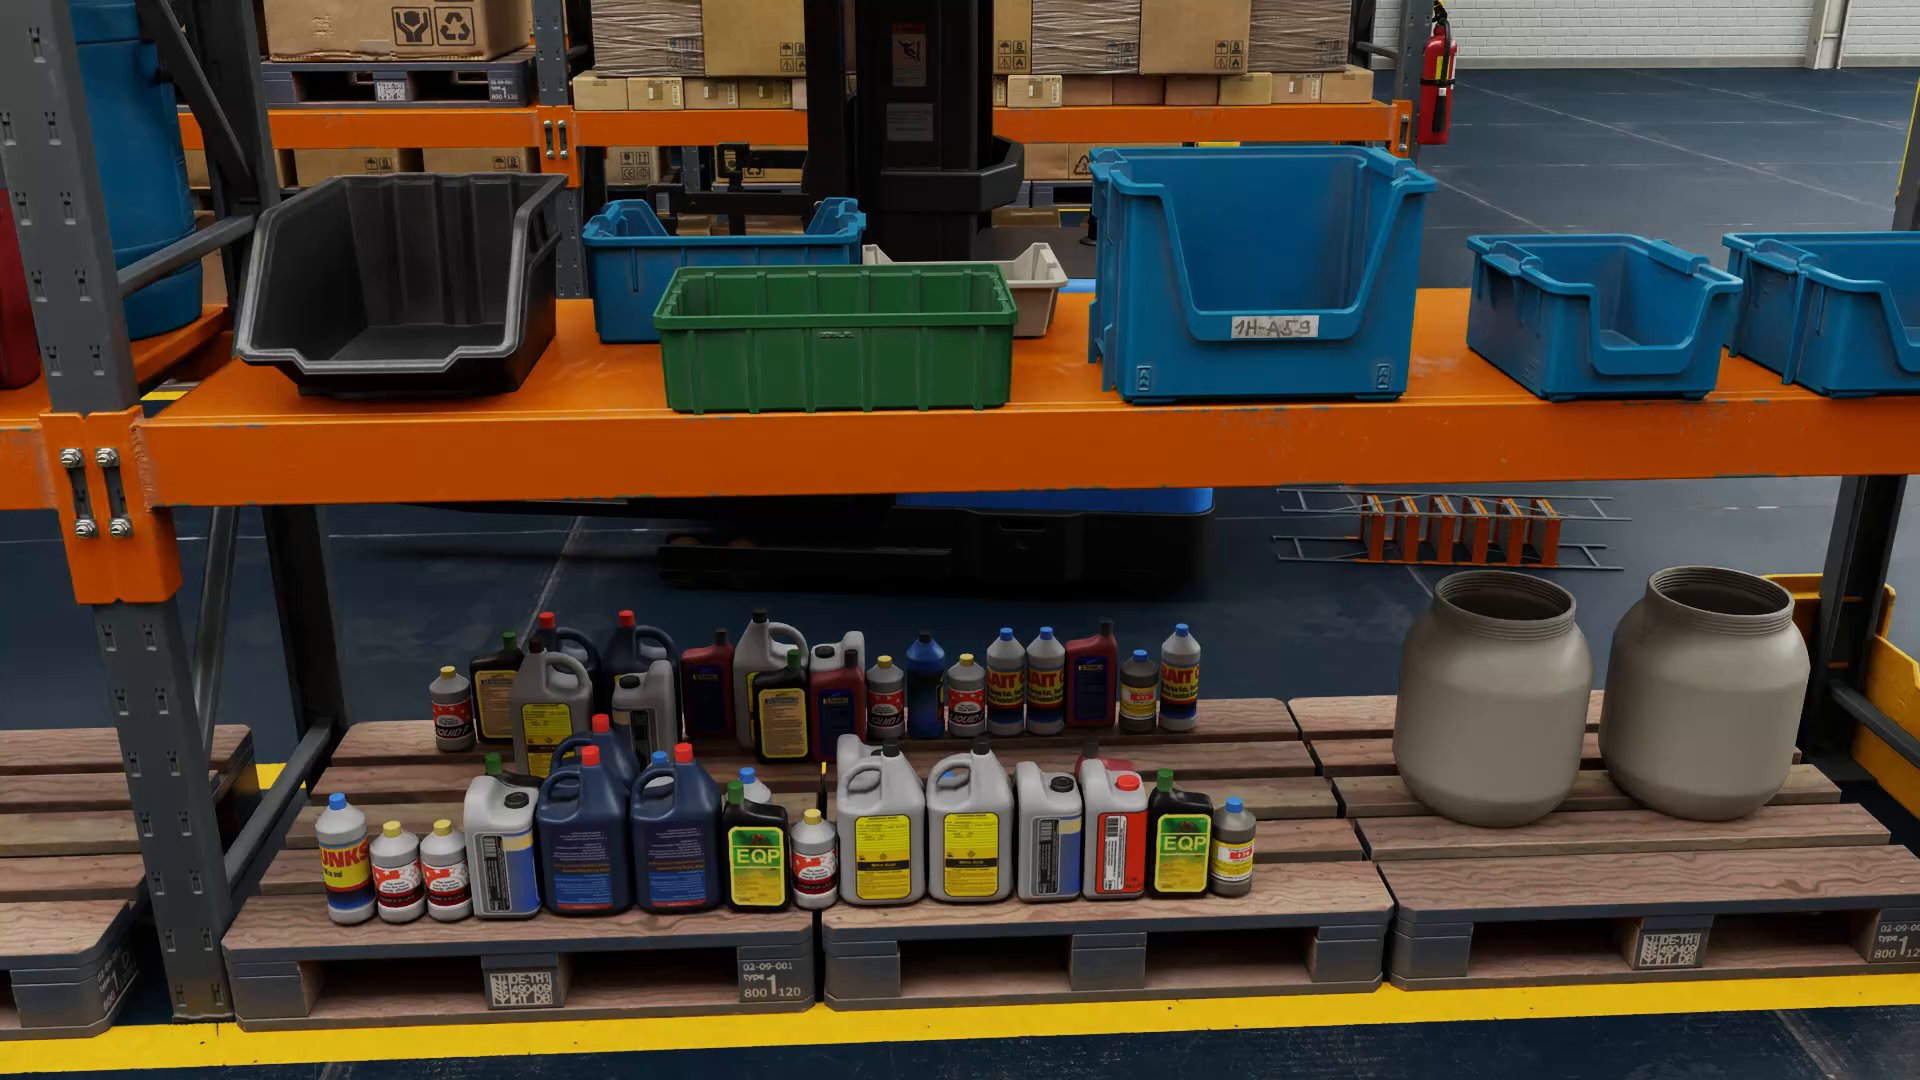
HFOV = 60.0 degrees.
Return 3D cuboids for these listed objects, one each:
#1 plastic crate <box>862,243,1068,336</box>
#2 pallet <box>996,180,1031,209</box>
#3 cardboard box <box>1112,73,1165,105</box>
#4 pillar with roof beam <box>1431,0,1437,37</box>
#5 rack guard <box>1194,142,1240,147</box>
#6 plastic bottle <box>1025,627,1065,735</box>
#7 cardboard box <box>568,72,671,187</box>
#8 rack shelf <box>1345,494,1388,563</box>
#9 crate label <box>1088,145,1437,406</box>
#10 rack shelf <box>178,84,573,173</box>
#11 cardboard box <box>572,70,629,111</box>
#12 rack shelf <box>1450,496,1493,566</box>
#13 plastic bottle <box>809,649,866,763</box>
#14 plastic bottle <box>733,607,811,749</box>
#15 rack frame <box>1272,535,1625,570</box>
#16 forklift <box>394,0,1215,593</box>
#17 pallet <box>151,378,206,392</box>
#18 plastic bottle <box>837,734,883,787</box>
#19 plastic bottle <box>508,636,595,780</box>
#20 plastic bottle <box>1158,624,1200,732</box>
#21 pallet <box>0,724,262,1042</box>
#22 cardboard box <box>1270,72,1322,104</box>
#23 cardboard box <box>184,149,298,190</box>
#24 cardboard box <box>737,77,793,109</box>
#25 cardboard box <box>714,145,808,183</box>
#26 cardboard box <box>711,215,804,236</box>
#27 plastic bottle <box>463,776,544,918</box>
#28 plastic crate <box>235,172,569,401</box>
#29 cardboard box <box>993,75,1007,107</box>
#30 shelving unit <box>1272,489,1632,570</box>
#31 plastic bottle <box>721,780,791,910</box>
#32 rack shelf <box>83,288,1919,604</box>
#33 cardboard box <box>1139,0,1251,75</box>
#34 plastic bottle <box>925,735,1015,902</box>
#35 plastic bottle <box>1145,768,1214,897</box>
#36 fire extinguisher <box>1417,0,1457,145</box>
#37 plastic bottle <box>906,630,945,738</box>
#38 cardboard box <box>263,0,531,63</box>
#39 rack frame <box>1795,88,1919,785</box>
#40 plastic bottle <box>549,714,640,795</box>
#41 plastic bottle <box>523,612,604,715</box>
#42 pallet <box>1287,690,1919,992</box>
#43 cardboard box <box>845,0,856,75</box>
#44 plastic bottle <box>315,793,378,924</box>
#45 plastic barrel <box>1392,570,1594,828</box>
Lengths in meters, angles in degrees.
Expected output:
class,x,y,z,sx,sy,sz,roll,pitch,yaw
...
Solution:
class,x,y,z,sx,sy,sz,roll,pitch,yaw
plastic crate,-0.001,-0.571,3.776,0.437,0.136,0.530,-1,21,-3
pallet,-0.088,-2.805,13.193,1.213,0.211,1.003,-1,21,-3
cardboard box,0.831,-2.198,8.030,0.250,0.149,0.380,-1,21,-3
pillar with roof beam,6.739,-9.398,18.158,0.400,9.000,9.100,-1,21,-3
rack guard,1.945,-3.009,13.321,0.348,0.500,1.175,-1,21,-3
plastic bottle,0.216,0.350,4.203,0.097,0.271,0.097,0,21,0
cardboard box,-2.687,-3.195,12.870,0.750,0.750,1.050,-1,21,-3
rack shelf,1.459,-0.049,5.976,0.103,0.180,0.258,2,21,4
crate label,0.563,-0.536,3.263,0.616,0.435,0.502,-1,21,-3
rack shelf,-3.887,-1.954,8.049,4.000,0.370,1.077,-1,21,-3
cardboard box,-1.659,-2.111,7.803,0.250,0.149,0.380,-1,21,-3
rack shelf,1.818,-0.038,5.950,0.103,0.180,0.258,2,21,4
plastic bottle,-0.298,0.402,4.048,0.133,0.283,0.061,-1,21,-3
plastic bottle,-0.467,0.335,4.130,0.185,0.351,0.144,-1,21,-3
rack frame,1.743,0.045,5.988,1.200,0.006,0.240,2,21,4
forklift,-0.621,-1.389,5.651,3.031,2.935,1.130,2,21,5
pallet,-3.889,-0.986,8.413,1.213,0.211,1.003,-1,21,-3
plastic bottle,-0.199,0.562,3.638,0.135,0.276,0.152,-1,21,-3
plastic bottle,-0.973,0.397,3.968,0.185,0.351,0.144,-1,21,-3
plastic bottle,0.558,0.343,4.221,0.097,0.271,0.097,0,21,0
pallet,-2.390,0.761,3.825,1.213,0.211,1.003,-1,21,-3
cardboard box,1.580,-2.211,8.065,0.250,0.149,0.380,-1,21,-3
cardboard box,-5.453,-3.139,12.722,0.750,0.750,1.050,-1,21,-4
cardboard box,-0.911,-2.135,7.866,0.250,0.149,0.380,-1,21,-3
cardboard box,-1.441,-3.286,12.933,0.875,0.875,0.875,-1,21,-2
cardboard box,-0.918,-1.367,8.420,0.500,0.500,0.500,5,22,14
plastic bottle,-0.944,0.629,3.464,0.135,0.276,0.152,0,21,-1
plastic crate,-1.078,-0.508,3.327,0.504,0.338,0.767,-1,21,-3
cardboard box,0.085,-2.168,7.952,0.250,0.149,0.380,-1,21,-3
shelving unit,1.743,-0.041,5.955,1.200,0.189,0.258,2,21,4
plastic bottle,-0.423,0.631,3.447,0.133,0.283,0.061,0,21,-1
rack shelf,0.389,-0.276,3.641,4.000,0.370,1.077,-1,21,-3
cardboard box,1.060,-2.544,8.028,0.500,0.500,0.875,-1,21,-3
plastic bottle,0.020,0.576,3.498,0.185,0.351,0.144,0,21,-1
plastic bottle,0.461,0.613,3.495,0.133,0.283,0.061,-1,21,-2
fire extinguisher,2.243,-2.215,7.831,0.183,0.674,0.296,-1,21,-3
plastic bottle,-0.087,0.356,4.187,0.097,0.271,0.097,0,21,0
cardboard box,-2.692,-2.841,7.935,1.000,1.000,1.000,-1,21,-3
rack frame,2.386,-0.653,3.620,0.127,3.000,1.000,-1,21,-3
plastic bottle,-0.787,0.541,3.590,0.185,0.351,0.144,-1,21,-3
plastic bottle,-0.981,0.345,4.103,0.185,0.351,0.144,-2,21,-4
pallet,1.501,0.683,4.030,1.213,0.211,1.003,-1,21,-3
cardboard box,-0.443,-2.548,8.038,0.500,0.500,0.875,-1,21,-3
plastic bottle,-1.265,0.647,3.422,0.097,0.271,0.097,0,21,0
plastic barrel,1.232,0.364,3.855,0.421,0.512,0.421,0,21,0
